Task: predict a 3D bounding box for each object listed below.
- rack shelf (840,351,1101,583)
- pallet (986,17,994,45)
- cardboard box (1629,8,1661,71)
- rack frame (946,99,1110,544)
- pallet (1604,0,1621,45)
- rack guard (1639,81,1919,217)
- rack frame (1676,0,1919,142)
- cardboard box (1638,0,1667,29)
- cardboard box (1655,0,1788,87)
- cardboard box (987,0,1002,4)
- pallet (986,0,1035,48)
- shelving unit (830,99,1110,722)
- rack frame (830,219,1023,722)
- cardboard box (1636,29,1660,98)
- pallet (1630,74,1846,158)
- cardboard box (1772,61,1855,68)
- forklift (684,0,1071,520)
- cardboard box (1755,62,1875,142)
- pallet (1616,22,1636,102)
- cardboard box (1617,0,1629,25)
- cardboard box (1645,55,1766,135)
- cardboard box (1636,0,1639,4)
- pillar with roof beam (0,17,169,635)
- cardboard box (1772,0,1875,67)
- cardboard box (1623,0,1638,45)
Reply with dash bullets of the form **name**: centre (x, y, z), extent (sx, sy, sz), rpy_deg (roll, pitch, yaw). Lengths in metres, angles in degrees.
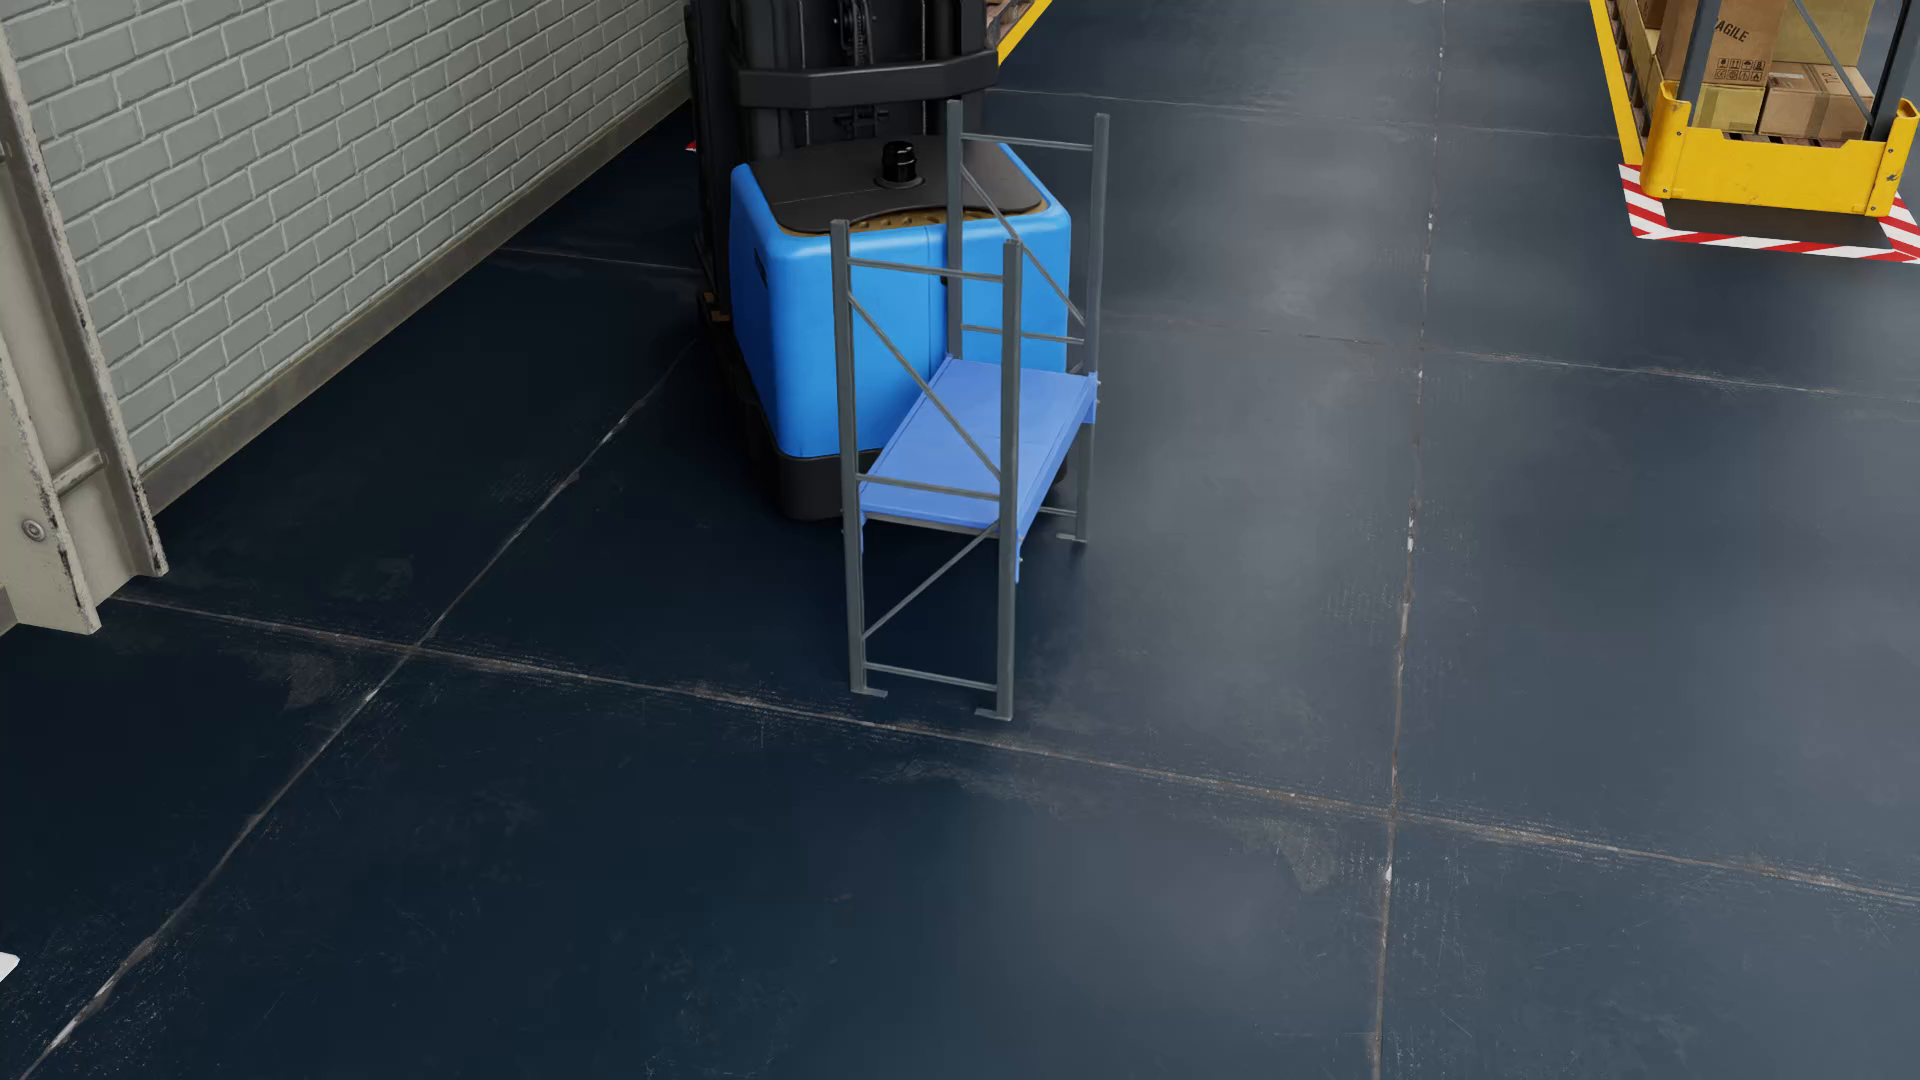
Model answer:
- **rack shelf**: centre (0.058, -0.251, 5.082), extent (0.538, 0.185, 1.000), rpy_deg (9, 34, 14)
- **pallet**: centre (-0.416, -3.000, 10.273), extent (1.003, 0.211, 1.213), rpy_deg (8, 33, 12)
- **cardboard box**: centre (4.208, -2.905, 9.695), extent (0.500, 0.250, 0.500), rpy_deg (8, 33, 12)
- **rack frame**: centre (0.202, -0.664, 5.396), extent (0.500, 1.500, 0.032), rpy_deg (9, 34, 14)
- **pallet**: centre (4.890, -3.541, 11.122), extent (1.003, 0.211, 1.213), rpy_deg (8, 33, 12)
- **rack guard**: centre (4.111, -1.981, 8.400), extent (1.175, 0.500, 0.348), rpy_deg (8, 33, 12)
- **rack frame**: centre (4.117, -3.048, 7.749), extent (1.000, 3.000, 0.127), rpy_deg (8, 33, 12)
- **cardboard box**: centre (4.205, -3.222, 9.494), extent (0.500, 0.500, 0.500), rpy_deg (8, 33, 12)
- **cardboard box**: centre (3.965, -2.701, 8.675), extent (0.500, 0.500, 0.500), rpy_deg (8, 33, 12)
- **cardboard box**: centre (-0.033, -3.868, 10.959), extent (0.700, 0.500, 0.500), rpy_deg (6, 33, 9)
- **pallet**: centre (-0.104, -3.632, 11.266), extent (1.003, 0.211, 1.213), rpy_deg (8, 33, 12)
- **shelving unit**: centre (0.058, -0.402, 4.985), extent (0.538, 1.500, 1.048), rpy_deg (9, 34, 14)
- **rack frame**: centre (-0.087, -0.141, 4.574), extent (0.500, 1.500, 0.032), rpy_deg (9, 34, 14)
- **cardboard box**: centre (4.083, -2.645, 9.286), extent (0.500, 0.250, 0.500), rpy_deg (8, 33, 12)
- **pallet**: centre (4.271, -2.274, 9.131), extent (1.003, 0.211, 1.213), rpy_deg (8, 33, 12)
- **cardboard box**: centre (4.592, -2.573, 9.173), extent (0.500, 0.250, 0.500), rpy_deg (8, 33, 12)
- **forklift**: centre (-0.505, -2.088, 6.302), extent (1.130, 2.935, 3.031), rpy_deg (-9, 33, -13)
- **cardboard box**: centre (4.468, -2.313, 8.764), extent (0.500, 0.250, 0.500), rpy_deg (8, 33, 12)
- **pallet**: centre (4.582, -2.905, 10.123), extent (1.003, 0.211, 1.213), rpy_deg (8, 33, 12)
- **cardboard box**: centre (4.458, -3.424, 10.512), extent (0.500, 0.250, 0.500), rpy_deg (8, 33, 12)
- **cardboard box**: centre (3.967, -2.384, 8.875), extent (0.500, 0.250, 0.500), rpy_deg (8, 33, 12)
- **cardboard box**: centre (4.333, -3.481, 9.902), extent (0.500, 0.500, 0.500), rpy_deg (8, 33, 12)
- **pillar with roof beam**: centre (1.307, -3.034, 2.135), extent (9.100, 9.000, 0.400), rpy_deg (8, 33, 12)
- **cardboard box**: centre (4.593, -2.890, 8.972), extent (0.500, 0.500, 0.500), rpy_deg (8, 33, 12)
- **cardboard box**: centre (4.337, -3.164, 10.102), extent (0.500, 0.250, 0.500), rpy_deg (8, 33, 12)
